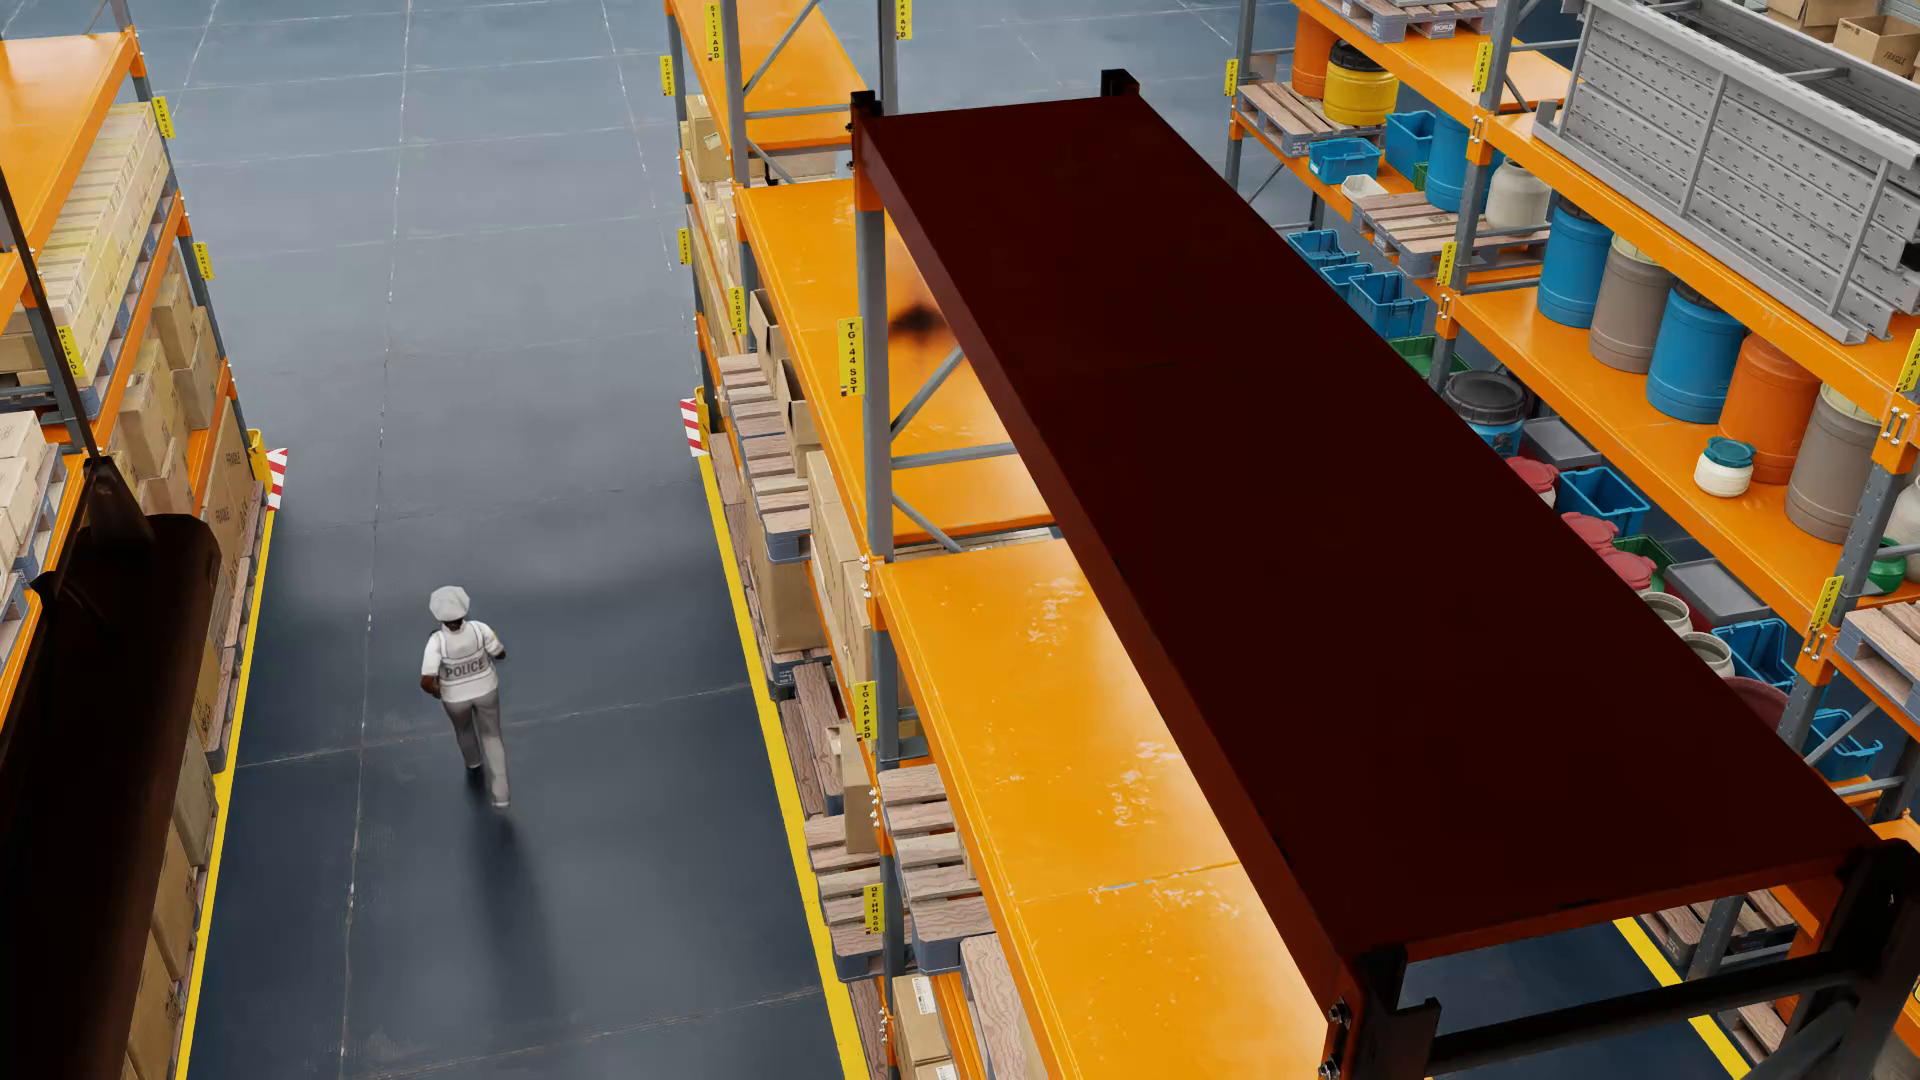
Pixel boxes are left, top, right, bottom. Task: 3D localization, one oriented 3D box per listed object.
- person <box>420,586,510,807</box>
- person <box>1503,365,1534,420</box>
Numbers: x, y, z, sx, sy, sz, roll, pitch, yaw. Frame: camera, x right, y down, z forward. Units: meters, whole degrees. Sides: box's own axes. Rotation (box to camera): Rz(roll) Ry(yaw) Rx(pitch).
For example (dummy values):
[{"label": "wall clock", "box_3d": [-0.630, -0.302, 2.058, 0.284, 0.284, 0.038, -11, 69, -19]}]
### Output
[{"label": "person", "box_3d": [-3.265, 1.016, 11.053, 0.575, 1.696, 0.909, -13, 37, -18]}, {"label": "person", "box_3d": [4.992, -1.223, 14.417, 0.715, 1.651, 0.826, -10, 36, -14]}]
